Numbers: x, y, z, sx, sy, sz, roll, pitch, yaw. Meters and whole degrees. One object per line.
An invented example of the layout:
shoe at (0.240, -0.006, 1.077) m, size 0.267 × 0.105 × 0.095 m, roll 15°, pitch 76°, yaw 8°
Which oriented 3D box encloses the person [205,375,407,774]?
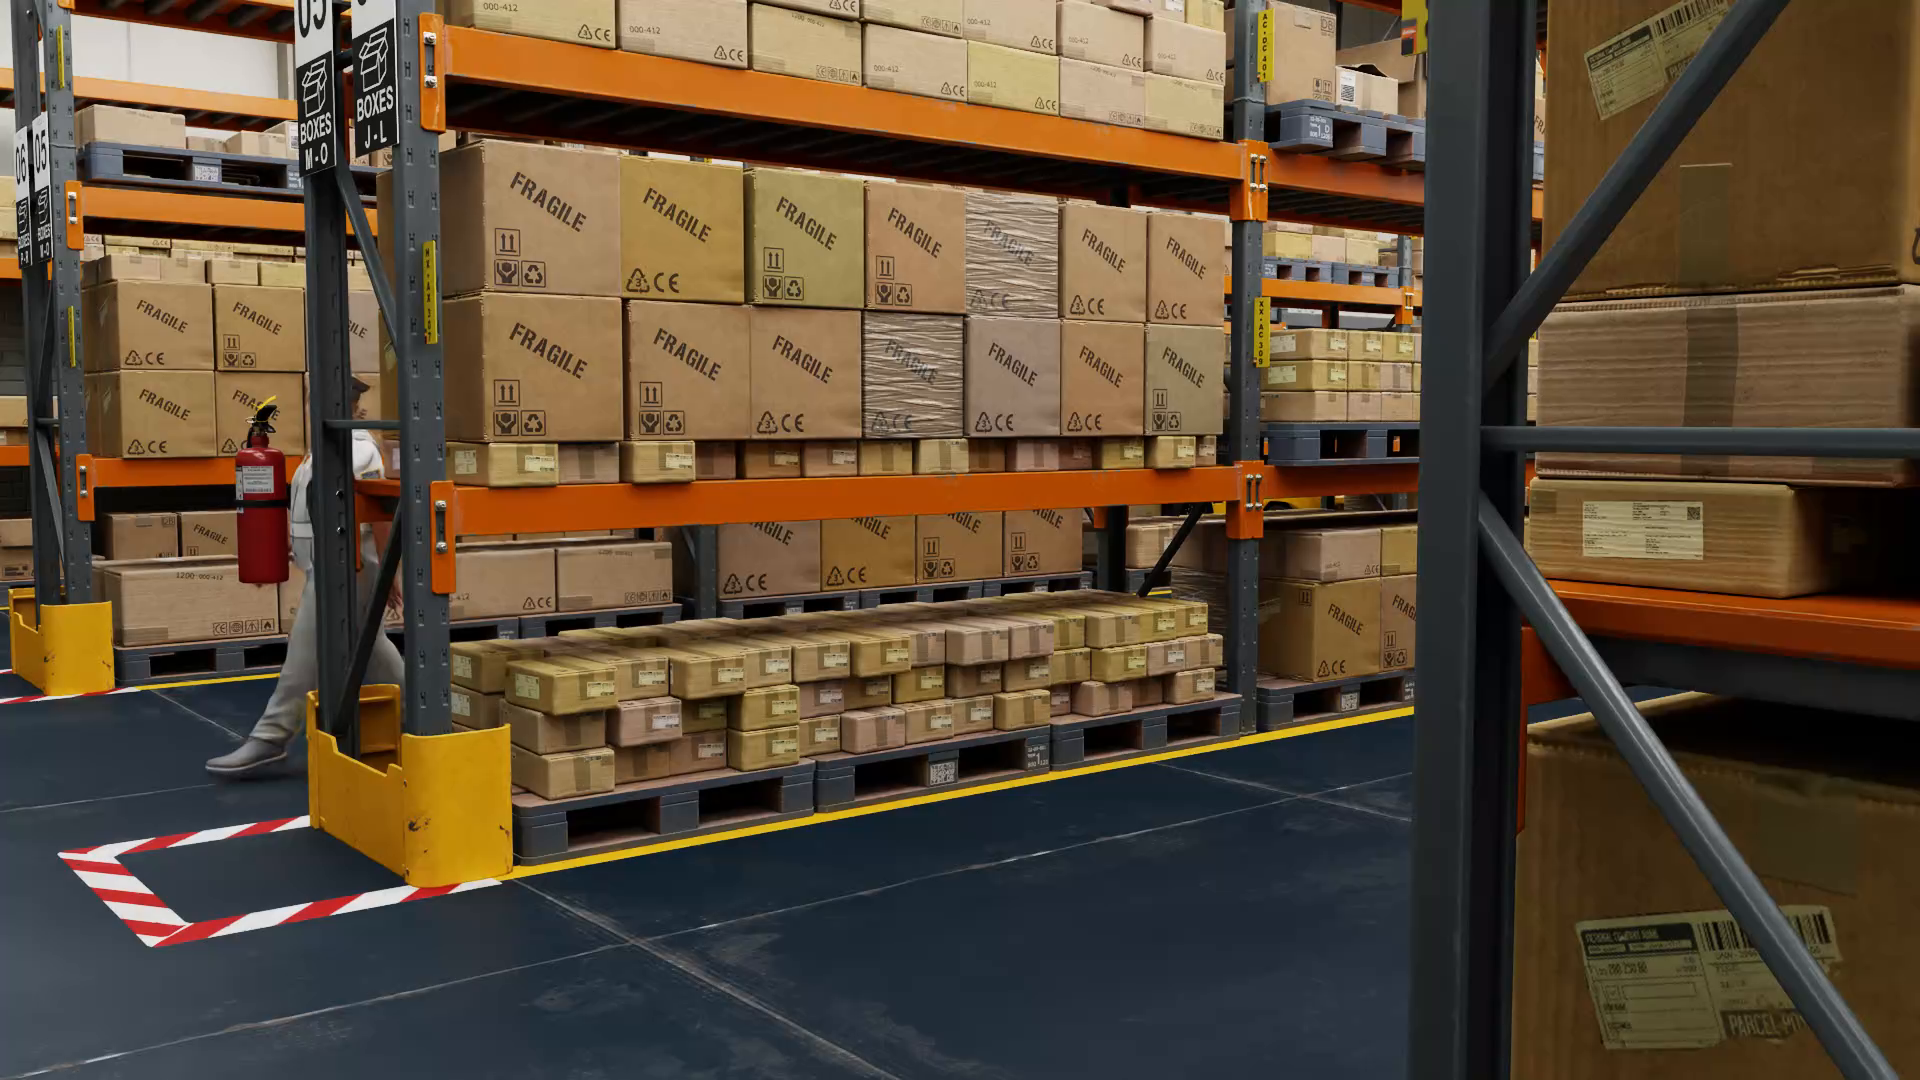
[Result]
person at (-2.834, 0.099, 7.309) m, size 0.996 × 1.716 × 0.536 m, roll -3°, pitch 5°, yaw -33°
